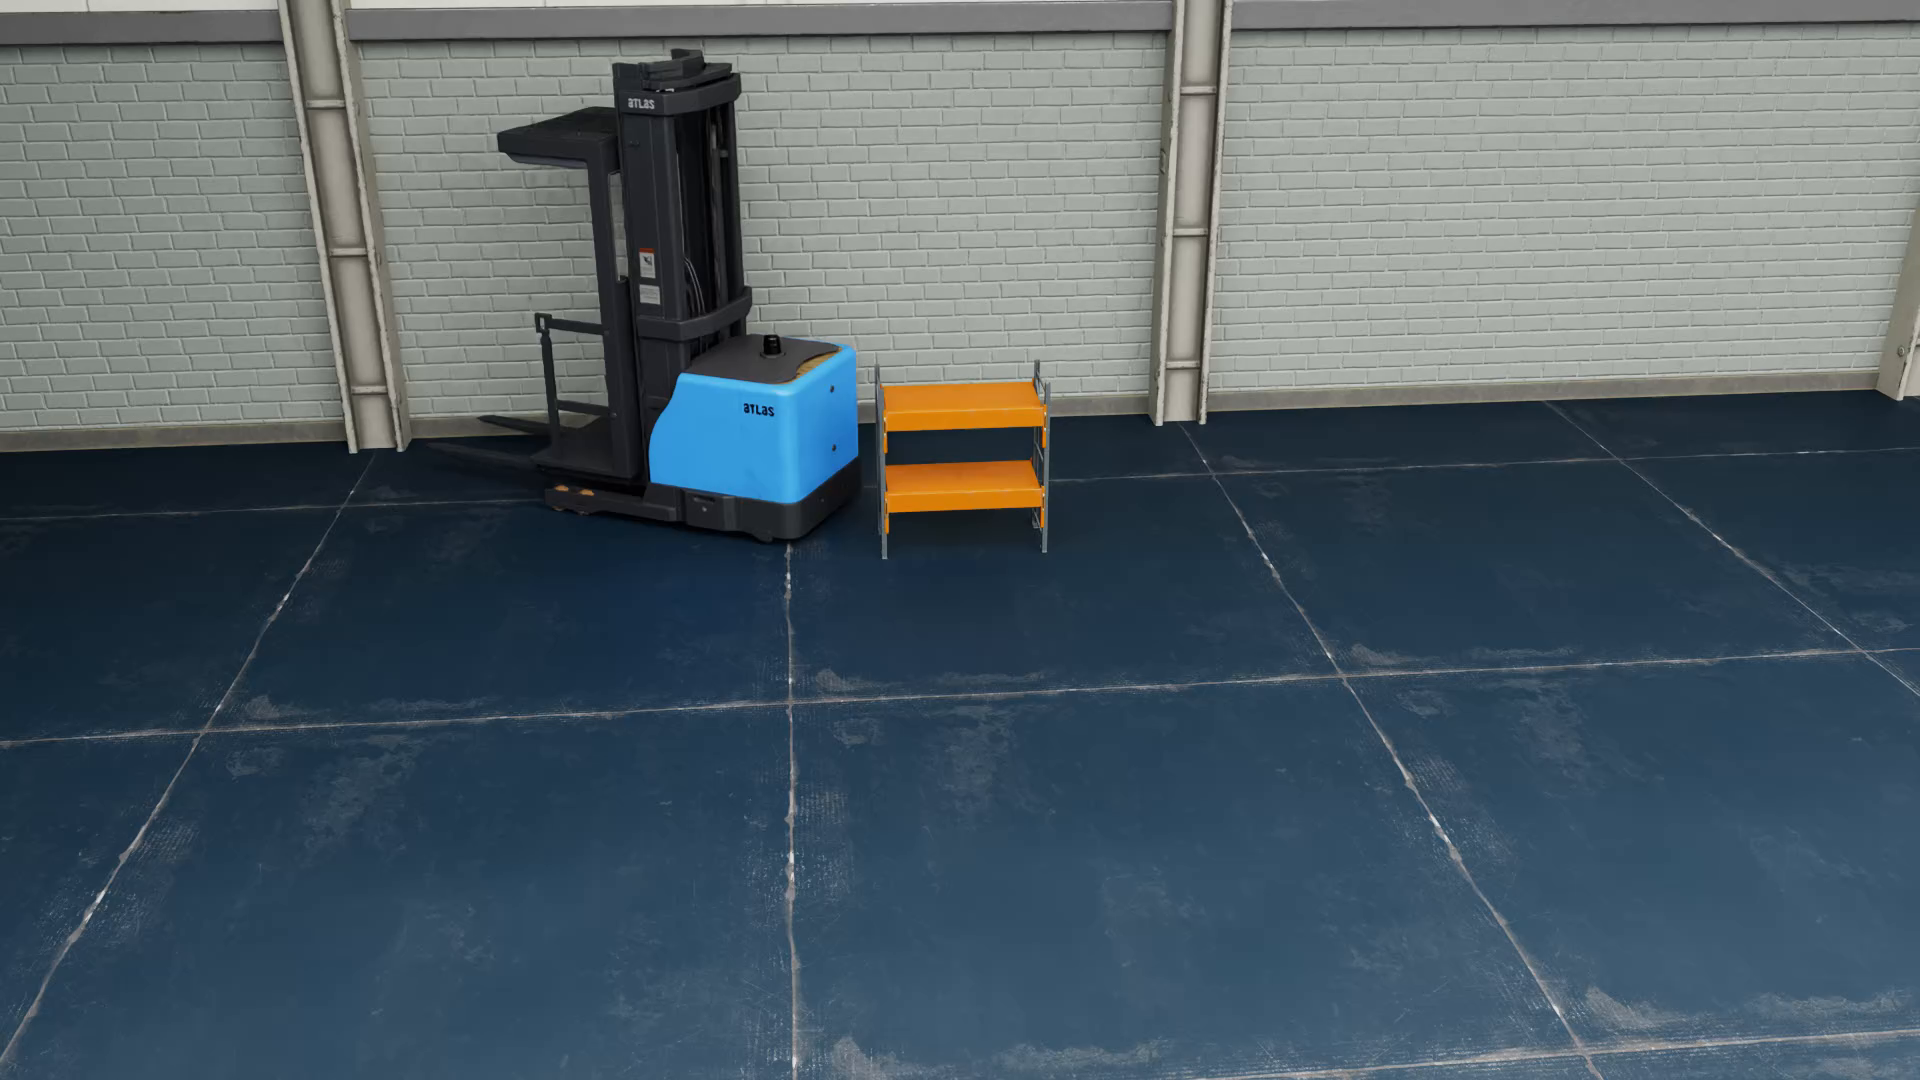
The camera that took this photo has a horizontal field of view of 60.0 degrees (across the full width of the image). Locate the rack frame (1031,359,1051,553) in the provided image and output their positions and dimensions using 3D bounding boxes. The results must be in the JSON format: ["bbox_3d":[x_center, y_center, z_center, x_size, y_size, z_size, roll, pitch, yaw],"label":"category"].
[{"bbox_3d":[0.513,-0.535,10.568,0.032,1.125,0.500,-2,24,-5],"label":"rack frame"}]

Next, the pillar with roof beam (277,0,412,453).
[{"bbox_3d":[-3.871,-3.078,6.595,0.400,9.000,9.100,-2,24,-5],"label":"pillar with roof beam"}]

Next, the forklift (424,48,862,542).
[{"bbox_3d":[-2.242,-1.693,10.951,3.031,2.935,1.130,9,26,20],"label":"forklift"}]

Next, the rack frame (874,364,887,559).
[{"bbox_3d":[-0.499,-0.494,10.476,0.032,1.125,0.500,-2,24,-5],"label":"rack frame"}]

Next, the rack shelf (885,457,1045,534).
[{"bbox_3d":[0.007,-0.291,10.621,1.000,0.278,0.538,-2,24,-5],"label":"rack shelf"}]

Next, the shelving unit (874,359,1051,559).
[{"bbox_3d":[0.007,-0.514,10.522,1.048,1.125,0.538,-2,24,-5],"label":"shelving unit"}]

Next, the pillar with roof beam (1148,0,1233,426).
[{"bbox_3d":[2.100,-3.317,7.134,0.400,9.000,9.100,-2,24,-5],"label":"pillar with roof beam"}]

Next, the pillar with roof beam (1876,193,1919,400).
[{"bbox_3d":[8.071,-3.557,7.673,0.400,9.000,9.100,-2,24,-5],"label":"pillar with roof beam"}]

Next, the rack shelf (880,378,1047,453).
[{"bbox_3d":[0.007,-0.782,10.403,1.000,0.278,0.538,-2,24,-5],"label":"rack shelf"}]
